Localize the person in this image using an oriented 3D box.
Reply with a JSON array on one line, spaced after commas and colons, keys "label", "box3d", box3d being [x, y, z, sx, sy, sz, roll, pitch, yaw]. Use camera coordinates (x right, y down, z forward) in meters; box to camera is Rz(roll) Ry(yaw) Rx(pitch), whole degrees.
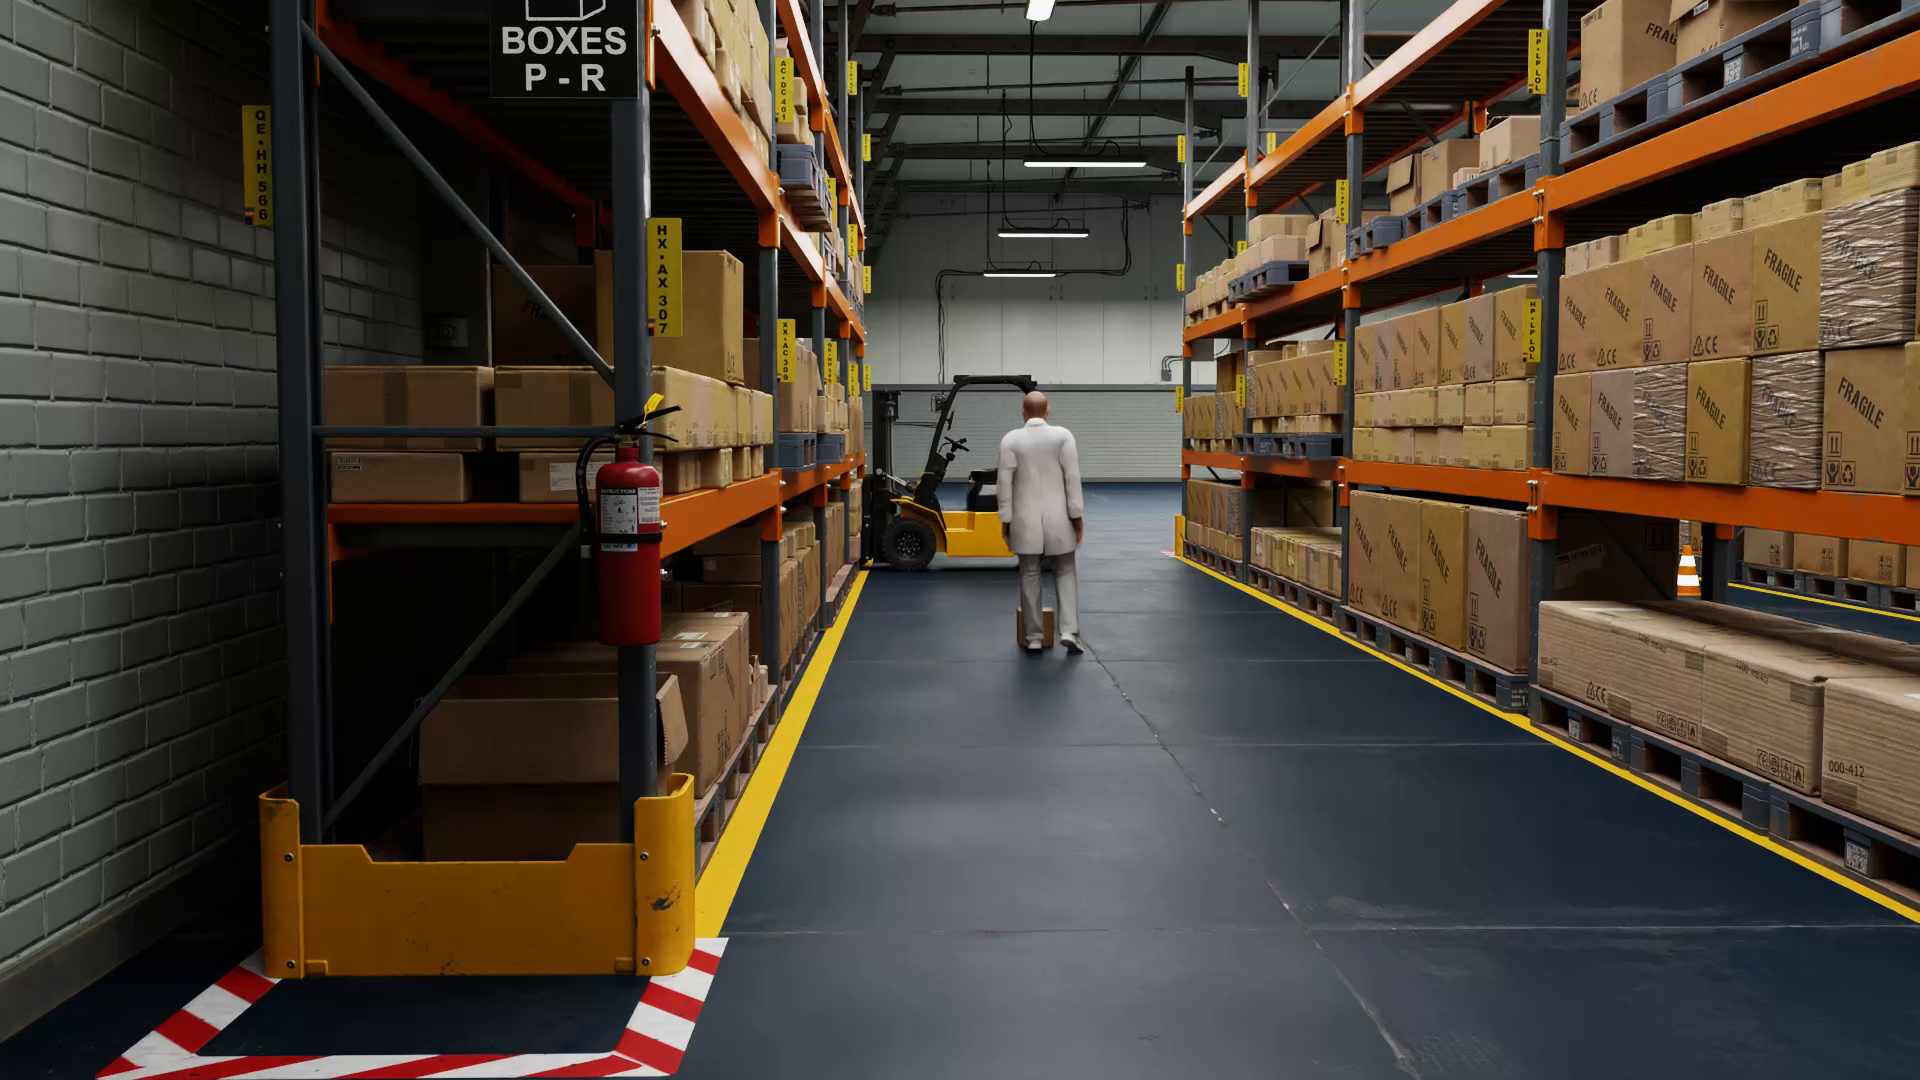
[{"label": "person", "box3d": [0.560, -0.107, 11.453, 0.612, 1.828, 0.497, 0, 4, 3]}]
